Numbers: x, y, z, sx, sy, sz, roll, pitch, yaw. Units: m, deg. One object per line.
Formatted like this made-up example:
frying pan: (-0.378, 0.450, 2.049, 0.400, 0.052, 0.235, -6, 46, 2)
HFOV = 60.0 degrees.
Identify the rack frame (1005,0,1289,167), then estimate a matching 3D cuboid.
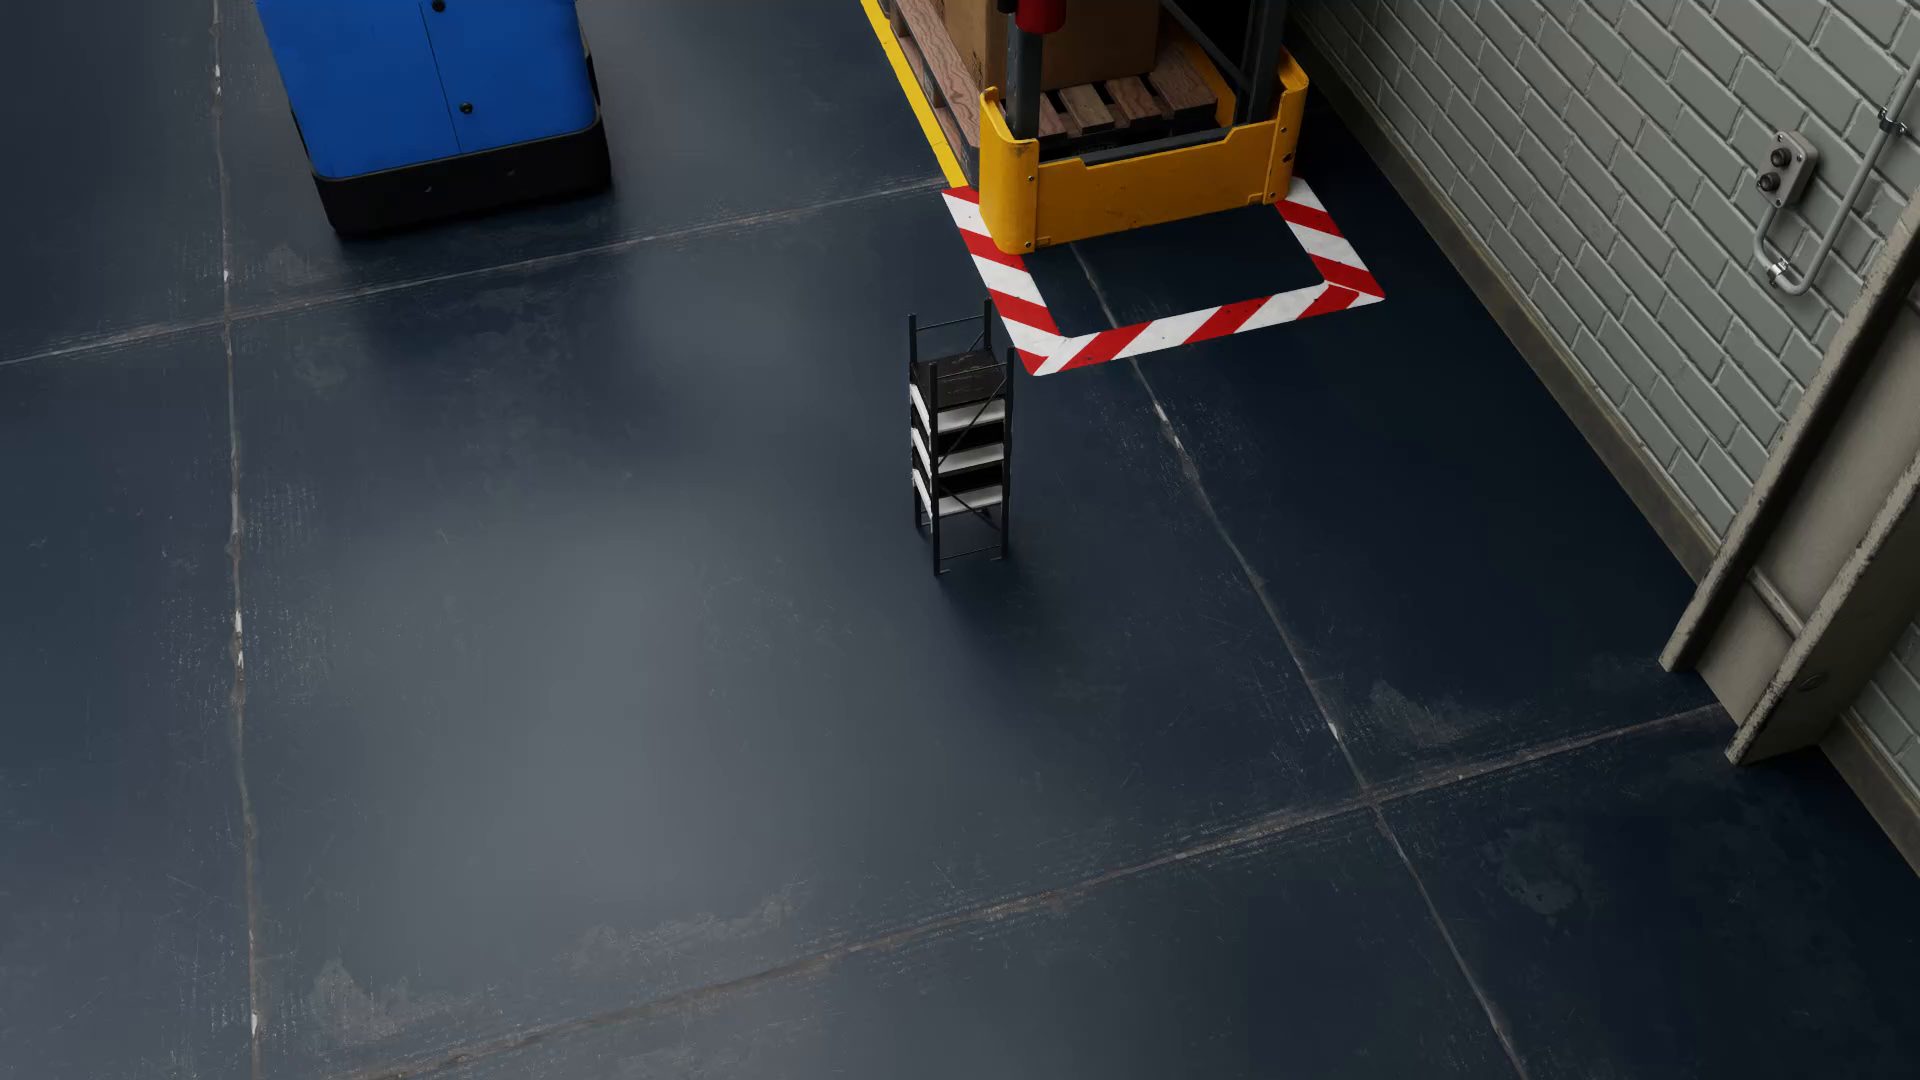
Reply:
rack frame: (0.658, -2.281, 5.211, 1.000, 3.000, 0.127, -13, 51, -11)

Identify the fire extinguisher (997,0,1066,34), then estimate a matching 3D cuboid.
fire extinguisher: (0.261, -1.921, 5.202, 0.296, 0.674, 0.183, -13, 51, -11)

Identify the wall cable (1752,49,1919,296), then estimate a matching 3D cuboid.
wall cable: (1.940, -1.887, 4.214, 0.084, 1.984, 1.851, -13, 51, -11)

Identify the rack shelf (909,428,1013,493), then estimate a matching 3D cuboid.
rack shelf: (0.002, -0.263, 4.926, 0.258, 0.077, 0.200, -13, 51, -11)

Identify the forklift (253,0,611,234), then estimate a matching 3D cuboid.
forklift: (-2.295, -3.225, 6.052, 1.130, 2.935, 3.031, -15, 51, -12)

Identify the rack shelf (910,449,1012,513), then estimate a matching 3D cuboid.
rack shelf: (0.002, -0.205, 4.995, 0.258, 0.077, 0.200, -13, 51, -11)

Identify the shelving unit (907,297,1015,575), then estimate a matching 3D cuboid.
shelving unit: (0.002, -0.284, 4.901, 0.258, 0.900, 0.210, -13, 51, -11)

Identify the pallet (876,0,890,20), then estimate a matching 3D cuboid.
pallet: (-0.011, -2.838, 7.504, 1.003, 0.211, 1.213, -13, 51, -11)

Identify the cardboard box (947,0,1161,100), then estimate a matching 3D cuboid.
cardboard box: (0.355, -2.099, 6.418, 0.700, 0.500, 0.500, -13, 51, -11)

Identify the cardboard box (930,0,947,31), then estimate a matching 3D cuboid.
cardboard box: (0.207, -2.464, 6.726, 0.700, 0.500, 0.500, -13, 51, -11)

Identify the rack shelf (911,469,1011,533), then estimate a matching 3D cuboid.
rack shelf: (0.002, -0.147, 5.064, 0.258, 0.077, 0.200, -13, 51, -11)

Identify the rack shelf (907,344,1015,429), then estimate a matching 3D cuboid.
rack shelf: (0.002, -0.437, 4.720, 0.258, 0.077, 0.200, -13, 51, -11)

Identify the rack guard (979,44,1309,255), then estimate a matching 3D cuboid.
rack guard: (0.665, -1.457, 6.152, 1.175, 0.500, 0.348, -13, 51, -11)

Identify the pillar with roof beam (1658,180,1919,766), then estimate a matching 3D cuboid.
pillar with roof beam: (-1.830, -1.465, 0.599, 9.100, 9.000, 0.400, -13, 51, -11)

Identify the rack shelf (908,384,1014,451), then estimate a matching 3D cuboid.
rack shelf: (0.002, -0.379, 4.789, 0.258, 0.077, 0.200, -13, 51, -11)

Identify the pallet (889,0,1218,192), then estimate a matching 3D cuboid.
pallet: (0.346, -1.948, 6.754, 1.003, 0.211, 1.213, -13, 51, -11)

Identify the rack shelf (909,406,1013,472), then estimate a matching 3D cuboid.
rack shelf: (0.002, -0.321, 4.858, 0.258, 0.077, 0.200, -13, 51, -11)

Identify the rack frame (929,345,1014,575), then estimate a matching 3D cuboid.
rack frame: (0.032, -0.210, 4.838, 0.240, 0.900, 0.006, -13, 51, -11)

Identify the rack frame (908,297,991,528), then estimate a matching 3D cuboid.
rack frame: (-0.028, -0.358, 4.964, 0.240, 0.900, 0.006, -13, 51, -11)
